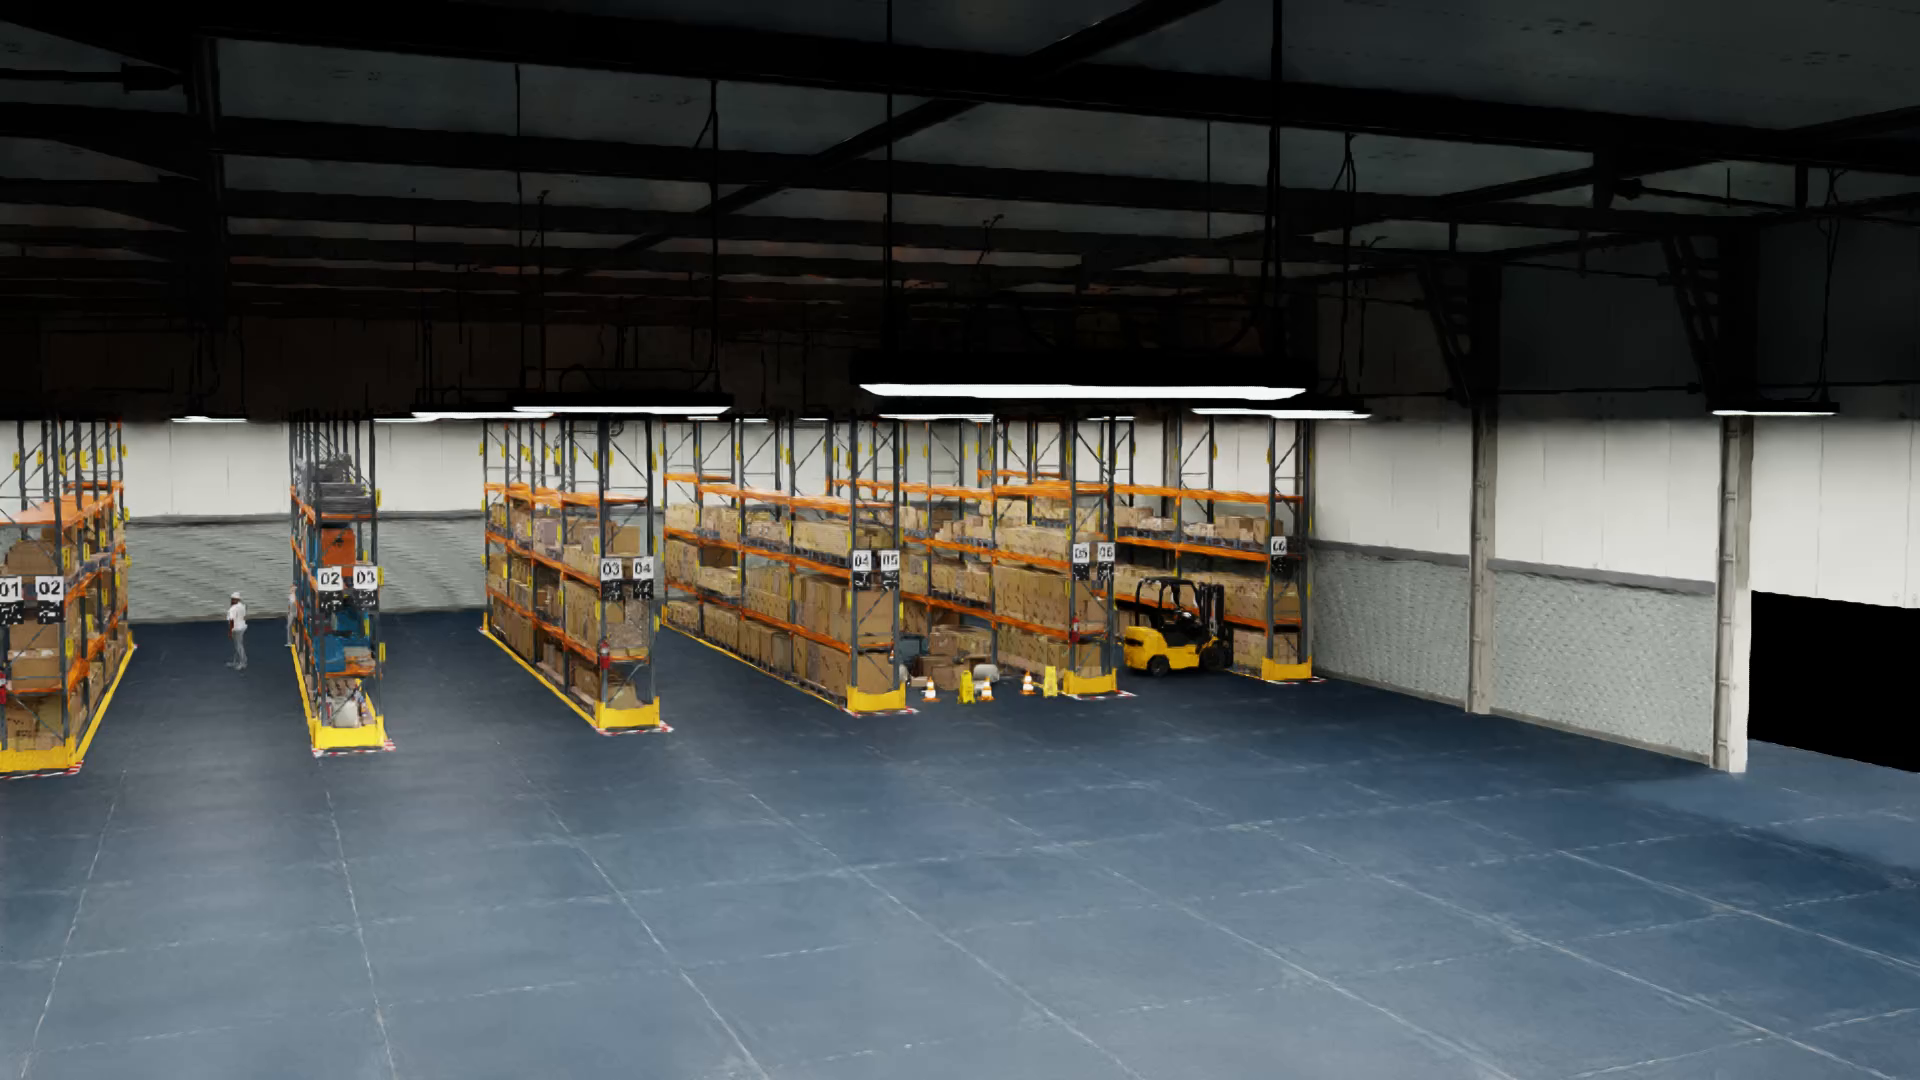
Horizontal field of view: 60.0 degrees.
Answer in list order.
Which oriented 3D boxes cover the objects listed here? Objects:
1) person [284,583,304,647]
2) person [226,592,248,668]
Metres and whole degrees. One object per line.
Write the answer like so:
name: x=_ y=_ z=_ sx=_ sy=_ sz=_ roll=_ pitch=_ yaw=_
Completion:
person: x=-17.064 y=1.917 z=42.842 sx=0.496 sy=1.607 sz=0.964 roll=0 pitch=4 yaw=-2
person: x=-16.976 y=2.100 z=38.936 sx=0.591 sy=1.763 sz=0.604 roll=0 pitch=4 yaw=-3
